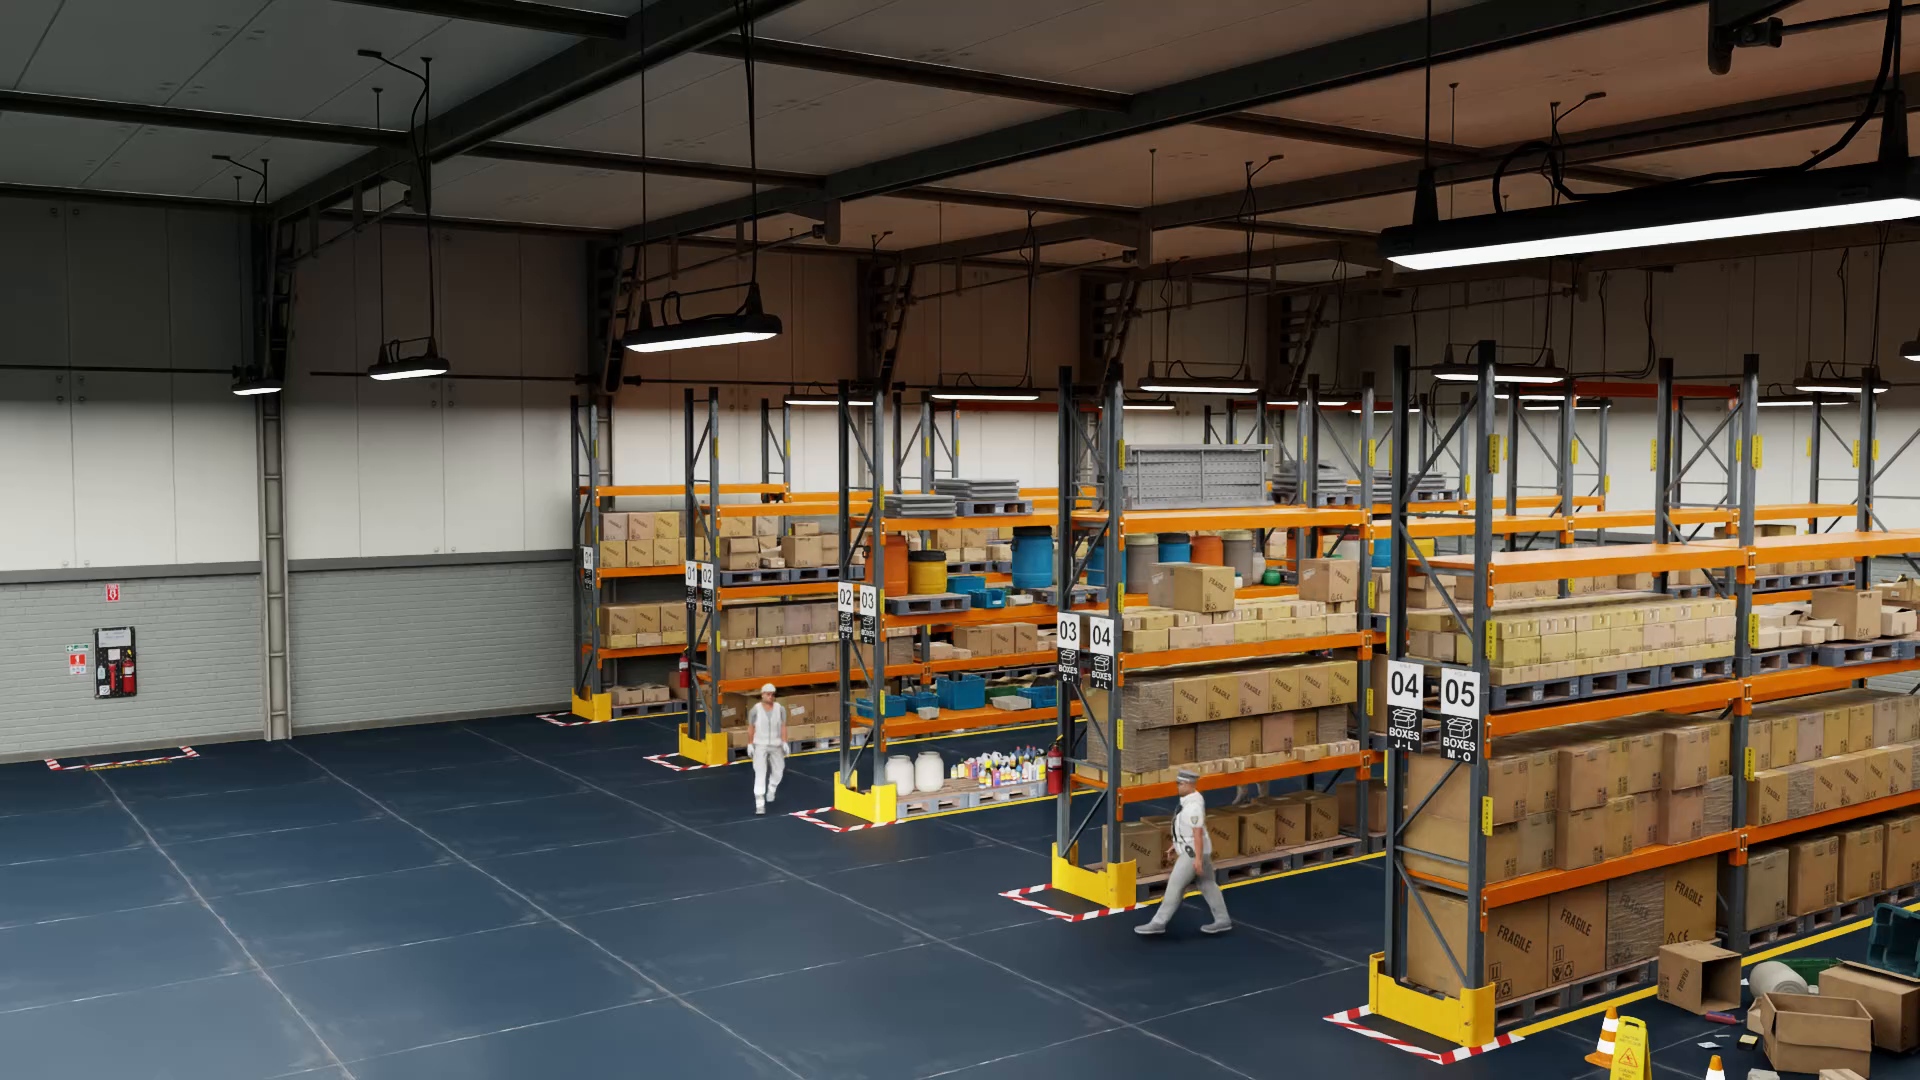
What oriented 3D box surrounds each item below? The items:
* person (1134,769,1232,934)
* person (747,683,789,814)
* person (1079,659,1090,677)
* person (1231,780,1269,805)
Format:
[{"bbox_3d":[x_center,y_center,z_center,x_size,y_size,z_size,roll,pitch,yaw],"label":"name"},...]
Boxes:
[{"bbox_3d":[2.339,3.239,17.322,0.992,1.709,0.568,1,4,11],"label":"person"},{"bbox_3d":[-2.694,2.880,23.249,0.549,1.771,0.813,-1,4,-20],"label":"person"},{"bbox_3d":[2.539,2.329,34.287,0.471,1.554,0.498,-2,4,-31],"label":"person"},{"bbox_3d":[4.131,2.906,23.589,0.546,1.790,0.585,-2,4,-33],"label":"person"}]
